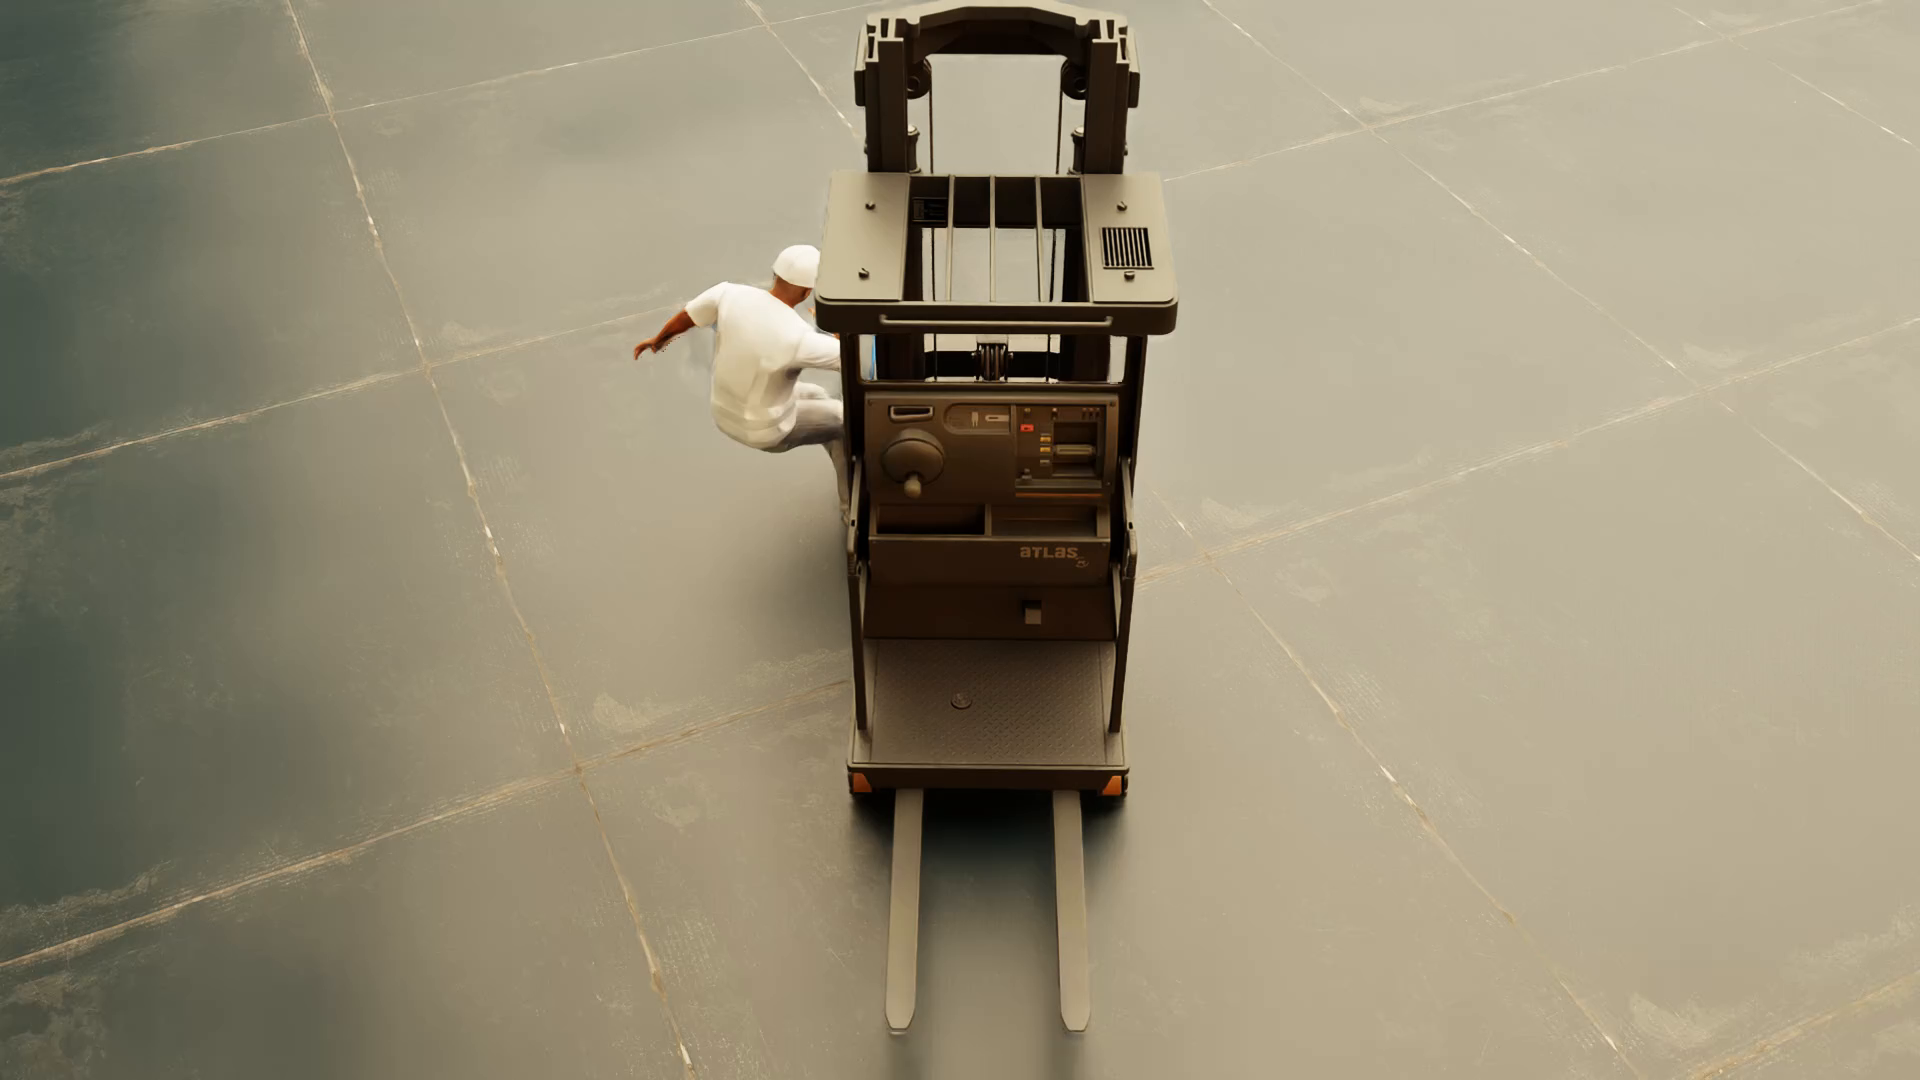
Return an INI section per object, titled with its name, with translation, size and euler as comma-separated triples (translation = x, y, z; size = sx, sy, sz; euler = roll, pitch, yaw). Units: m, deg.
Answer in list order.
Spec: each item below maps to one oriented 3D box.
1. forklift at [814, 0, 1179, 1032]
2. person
[forklift]
translation = 0.114, -0.260, 5.959
size = 1.130, 2.935, 3.031
euler = 1, 43, 1
[person]
translation = -0.803, -0.792, 7.655
size = 1.100, 1.489, 0.949
euler = 32, 52, 30
